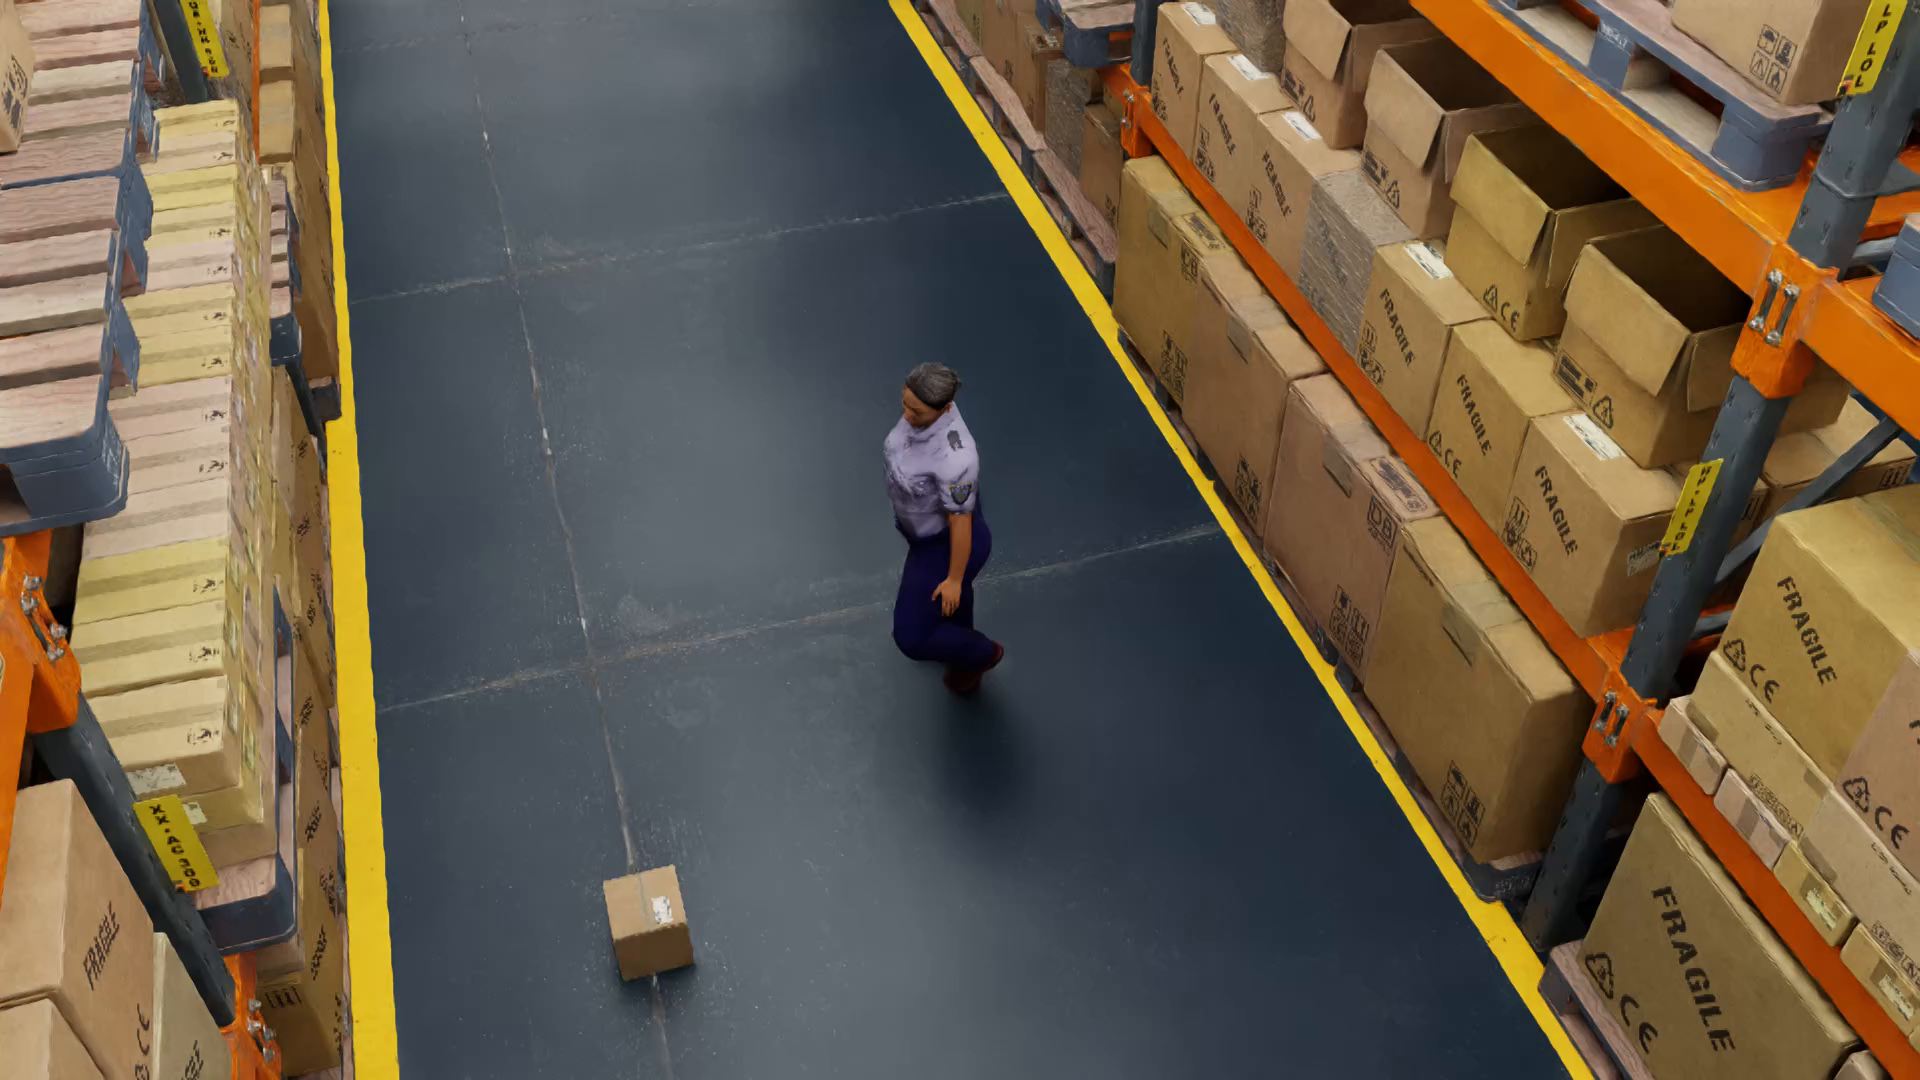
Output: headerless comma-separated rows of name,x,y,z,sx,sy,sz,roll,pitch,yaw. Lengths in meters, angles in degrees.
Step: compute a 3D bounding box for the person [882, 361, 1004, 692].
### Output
person,-0.072,-0.013,6.170,0.459,1.620,0.592,-10,43,-11
